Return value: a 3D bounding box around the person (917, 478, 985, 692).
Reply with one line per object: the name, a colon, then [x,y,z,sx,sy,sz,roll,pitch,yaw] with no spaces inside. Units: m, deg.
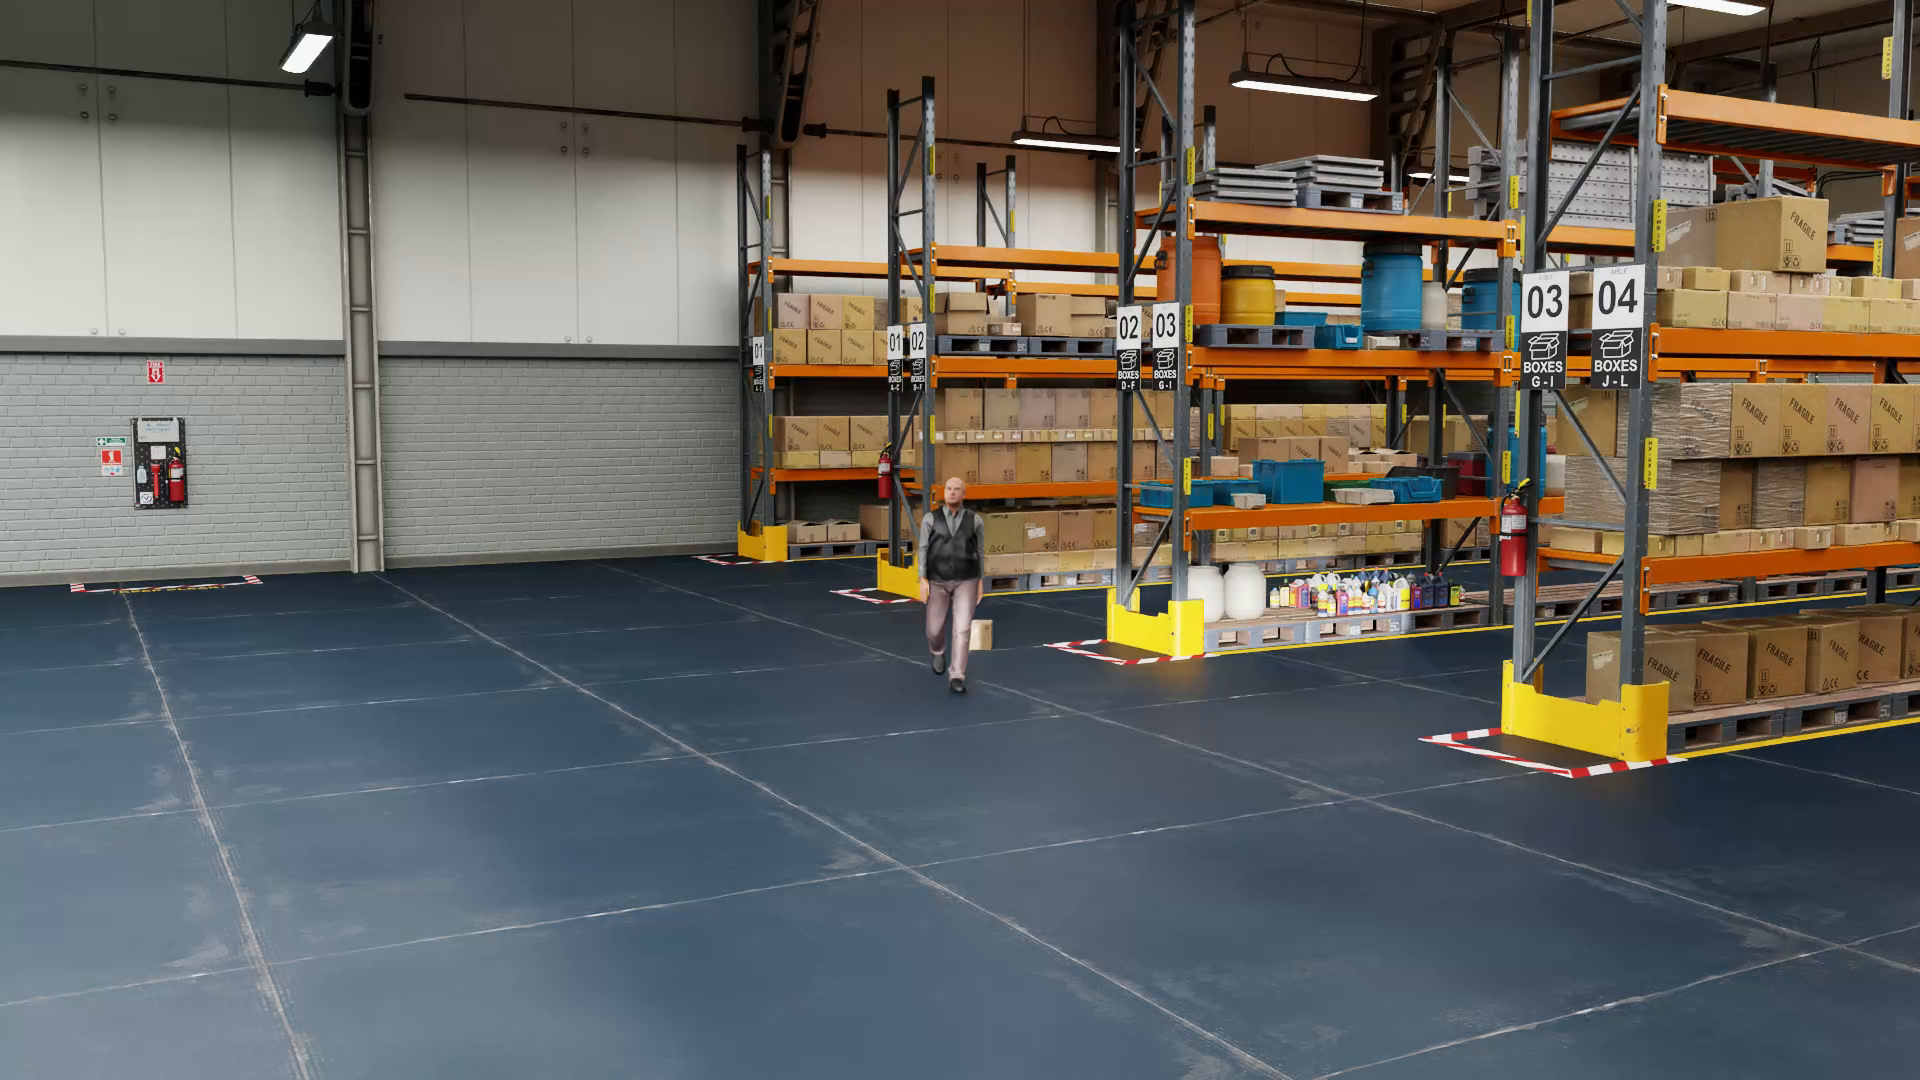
person: [-0.071,0.344,13.399,0.545,1.692,0.812,0,5,2]
